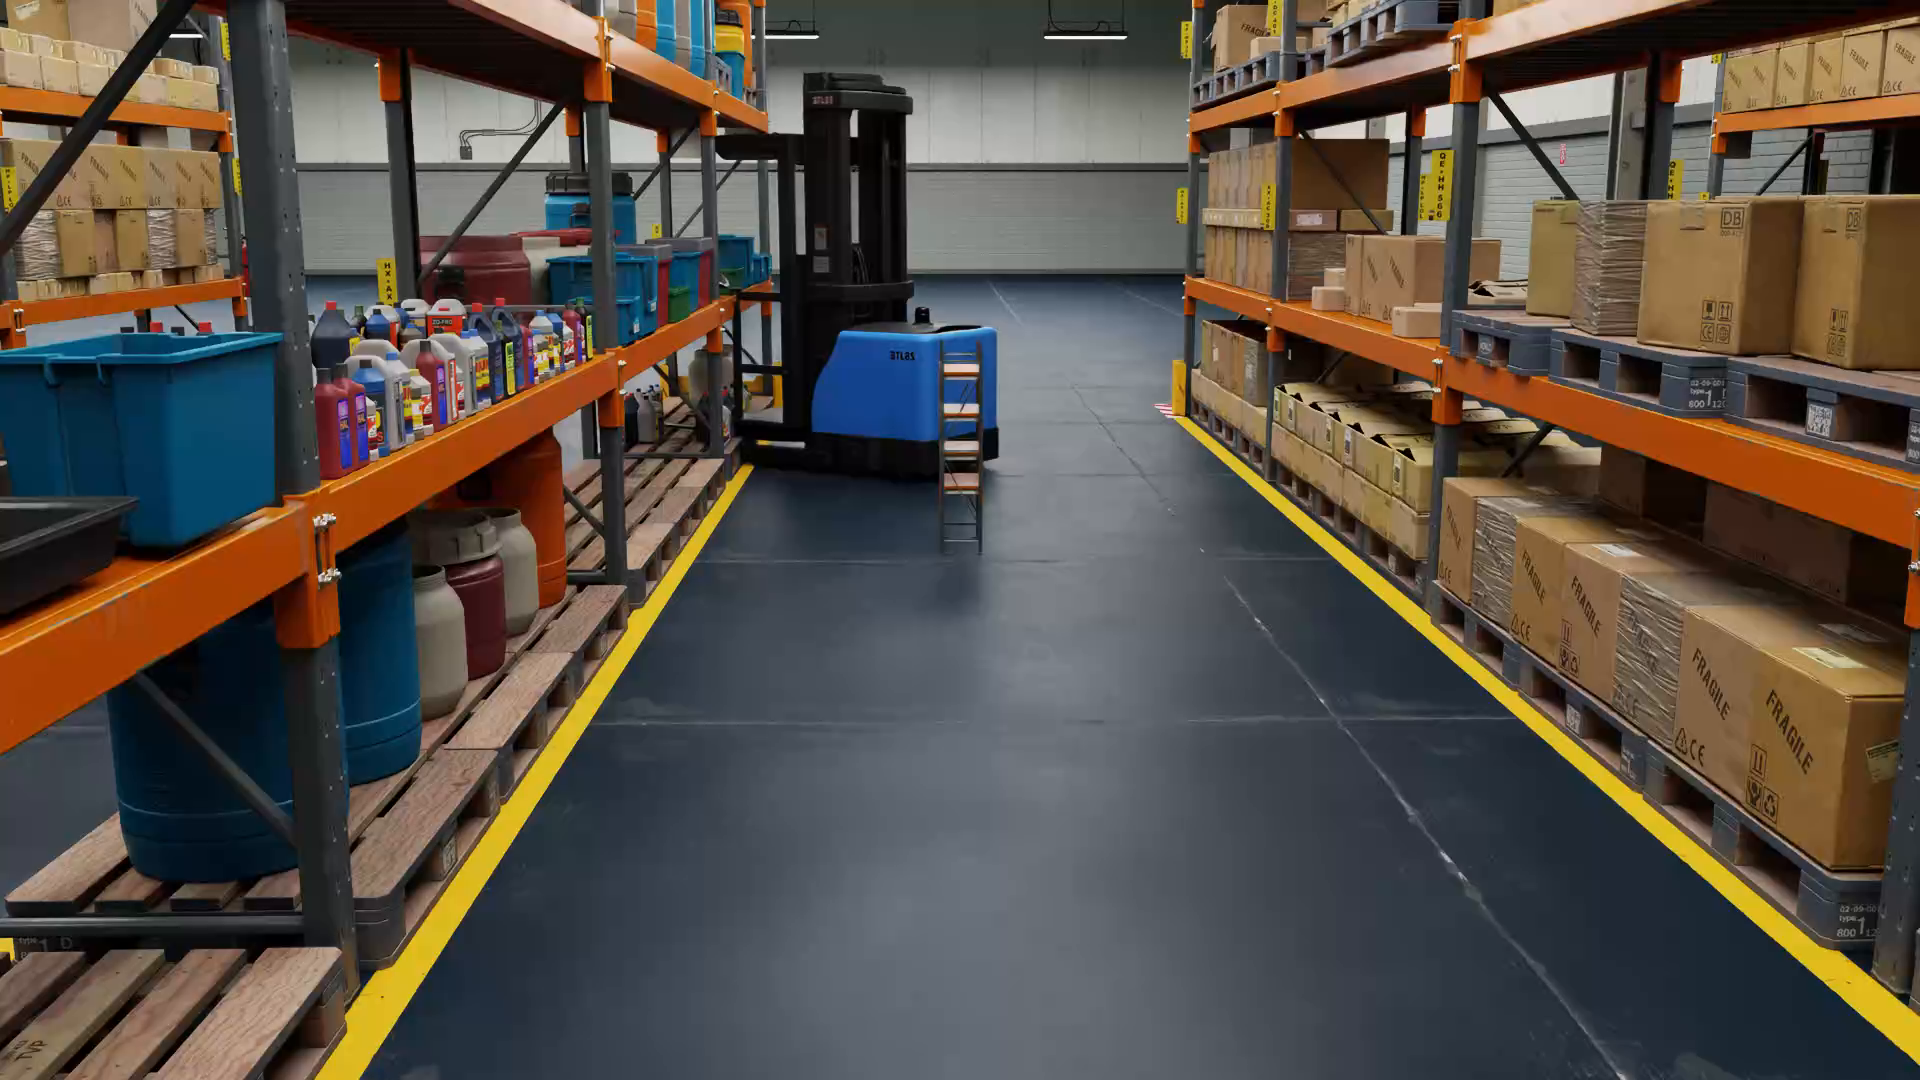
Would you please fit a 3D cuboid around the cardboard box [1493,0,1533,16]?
[{"bbox_3d":[2.862,-2.537,7.222,0.910,0.500,0.500,0,11,-1],"label":"cardboard box"}]

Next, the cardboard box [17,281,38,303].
[{"bbox_3d":[-6.872,-1.780,11.921,0.380,0.149,0.250,0,11,-1],"label":"cardboard box"}]

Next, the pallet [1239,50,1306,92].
[{"bbox_3d":[2.693,-3.495,12.422,1.003,0.211,1.213,0,11,-1],"label":"pallet"}]

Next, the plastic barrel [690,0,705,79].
[{"bbox_3d":[-1.989,-3.495,10.938,0.600,0.901,0.708,0,11,-1],"label":"plastic barrel"}]

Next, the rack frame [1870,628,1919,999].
[{"bbox_3d":[2.902,-0.309,4.038,1.000,3.000,0.127,0,11,-1],"label":"rack frame"}]

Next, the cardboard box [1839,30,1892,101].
[{"bbox_3d":[7.384,-3.759,13.198,0.500,0.500,0.500,-1,11,-3],"label":"cardboard box"}]

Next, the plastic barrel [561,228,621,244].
[{"bbox_3d":[-2.416,-1.755,10.824,0.433,0.535,0.433,0,11,0],"label":"plastic barrel"}]

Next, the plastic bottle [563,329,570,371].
[{"bbox_3d":[-1.708,-0.820,7.057,0.097,0.201,0.097,0,11,0],"label":"plastic bottle"}]

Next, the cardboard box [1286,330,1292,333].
[{"bbox_3d":[3.007,-1.517,13.964,0.500,0.500,0.500,0,11,-1],"label":"cardboard box"}]

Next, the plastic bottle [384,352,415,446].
[{"bbox_3d":[-1.662,-0.416,4.888,0.097,0.271,0.097,0,11,0],"label":"plastic bottle"}]

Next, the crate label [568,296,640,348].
[{"bbox_3d":[-1.767,-1.088,8.297,0.303,0.233,0.416,0,11,-1],"label":"crate label"}]

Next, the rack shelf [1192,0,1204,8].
[{"bbox_3d":[2.695,-4.688,13.351,1.077,0.370,4.000,0,11,-1],"label":"rack shelf"}]

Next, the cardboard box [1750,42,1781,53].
[{"bbox_3d":[7.331,-4.557,14.615,0.500,0.500,0.500,0,11,-2],"label":"cardboard box"}]

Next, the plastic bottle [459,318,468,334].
[{"bbox_3d":[-1.815,-0.684,6.180,0.061,0.283,0.133,0,11,-1],"label":"plastic bottle"}]

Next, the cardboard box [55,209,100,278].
[{"bbox_3d":[-7.091,-2.243,12.573,0.875,0.500,0.500,0,11,-1],"label":"cardboard box"}]

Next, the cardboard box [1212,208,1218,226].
[{"bbox_3d":[2.458,-2.880,14.829,0.380,0.149,0.250,0,11,-1],"label":"cardboard box"}]

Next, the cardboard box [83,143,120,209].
[{"bbox_3d":[-6.945,-2.833,12.966,0.500,0.500,0.500,0,11,-1],"label":"cardboard box"}]

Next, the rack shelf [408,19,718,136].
[{"bbox_3d":[-2.175,-2.600,9.593,1.077,0.370,4.000,0,11,-1],"label":"rack shelf"}]

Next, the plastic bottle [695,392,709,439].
[{"bbox_3d":[-1.962,-0.959,12.796,0.144,0.351,0.185,0,11,-1],"label":"plastic bottle"}]

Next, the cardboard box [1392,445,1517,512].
[{"bbox_3d":[2.562,-0.340,8.641,0.500,0.311,0.500,0,11,0],"label":"cardboard box"}]

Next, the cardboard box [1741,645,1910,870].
[{"bbox_3d":[2.605,0.604,4.720,0.500,0.500,0.500,0,11,-1],"label":"cardboard box"}]

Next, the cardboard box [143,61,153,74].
[{"bbox_3d":[-6.913,-3.934,13.735,0.380,0.149,0.250,-1,11,-4],"label":"cardboard box"}]

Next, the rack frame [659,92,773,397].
[{"bbox_3d":[-2.299,-2.675,15.699,1.000,3.000,0.127,0,11,-1],"label":"rack frame"}]

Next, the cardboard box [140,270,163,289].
[{"bbox_3d":[-6.902,-2.178,13.881,0.380,0.149,0.250,0,11,-1],"label":"cardboard box"}]

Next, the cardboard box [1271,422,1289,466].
[{"bbox_3d":[2.497,-0.676,11.708,0.500,0.250,0.500,-1,11,-3],"label":"cardboard box"}]

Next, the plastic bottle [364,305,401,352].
[{"bbox_3d":[-2.438,-0.844,6.989,0.152,0.276,0.135,0,11,-1],"label":"plastic bottle"}]

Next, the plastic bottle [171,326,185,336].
[{"bbox_3d":[-2.253,-0.447,4.843,0.144,0.351,0.185,0,11,-1],"label":"plastic bottle"}]

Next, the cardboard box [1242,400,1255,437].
[{"bbox_3d":[2.508,-0.948,13.048,0.500,0.250,0.500,0,11,-1],"label":"cardboard box"}]

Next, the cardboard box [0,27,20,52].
[{"bbox_3d":[-6.867,-3.517,11.681,0.380,0.149,0.250,-1,11,-3],"label":"cardboard box"}]

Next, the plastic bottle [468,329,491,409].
[{"bbox_3d":[-1.680,-0.593,5.759,0.097,0.271,0.097,0,11,0],"label":"plastic bottle"}]

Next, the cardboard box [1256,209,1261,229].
[{"bbox_3d":[2.499,-2.473,12.820,0.380,0.149,0.250,0,11,-1],"label":"cardboard box"}]

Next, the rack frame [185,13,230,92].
[{"bbox_3d":[-7.251,-5.594,15.002,1.000,3.000,0.127,0,11,-1],"label":"rack frame"}]

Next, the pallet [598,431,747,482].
[{"bbox_3d":[-2.188,-0.647,12.716,1.003,0.211,1.213,0,11,-1],"label":"pallet"}]

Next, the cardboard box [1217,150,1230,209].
[{"bbox_3d":[2.668,-3.171,14.632,0.700,0.500,0.500,-1,11,-3],"label":"cardboard box"}]

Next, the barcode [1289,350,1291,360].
[{"bbox_3d":[2.325,-1.308,11.727,0.001,0.075,0.075,0,11,-1],"label":"barcode"}]

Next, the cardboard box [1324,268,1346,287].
[{"bbox_3d":[2.790,-1.728,11.410,0.500,0.250,0.500,0,11,2],"label":"cardboard box"}]

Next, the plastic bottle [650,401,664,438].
[{"bbox_3d":[-2.374,-0.931,12.847,0.152,0.276,0.135,0,11,-1],"label":"plastic bottle"}]

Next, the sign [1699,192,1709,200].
[{"bbox_3d":[7.064,-3.137,15.802,0.100,0.325,0.005,0,11,-1],"label":"sign"}]

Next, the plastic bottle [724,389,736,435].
[{"bbox_3d":[-1.822,-0.997,12.983,0.144,0.351,0.185,-1,11,-4],"label":"plastic bottle"}]

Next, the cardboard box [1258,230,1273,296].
[{"bbox_3d":[2.703,-2.141,12.818,0.700,0.500,0.500,0,11,-2],"label":"cardboard box"}]

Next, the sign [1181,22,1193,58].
[{"bbox_3d":[2.099,-4.630,15.397,0.100,0.325,0.005,0,11,-1],"label":"sign"}]

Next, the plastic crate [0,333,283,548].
[{"bbox_3d":[-1.700,-0.220,3.486,0.392,0.384,0.575,0,11,-1],"label":"plastic crate"}]

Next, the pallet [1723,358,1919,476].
[{"bbox_3d":[2.994,-0.374,4.842,1.003,0.211,1.213,0,11,-1],"label":"pallet"}]

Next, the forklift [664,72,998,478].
[{"bbox_3d":[-1.227,-2.083,12.957,3.031,2.935,1.130,7,13,31],"label":"forklift"}]

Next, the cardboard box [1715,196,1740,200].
[{"bbox_3d":[7.316,-2.923,15.364,0.500,0.500,0.500,0,11,-1],"label":"cardboard box"}]

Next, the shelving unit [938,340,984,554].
[{"bbox_3d":[0.003,-0.555,9.778,0.258,1.200,0.503,0,11,-1],"label":"shelving unit"}]

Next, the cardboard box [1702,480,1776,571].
[{"bbox_3d":[3.104,-0.063,6.118,0.500,0.250,0.500,0,11,-2],"label":"cardboard box"}]

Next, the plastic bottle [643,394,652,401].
[{"bbox_3d":[-2.528,-1.022,13.296,0.152,0.276,0.135,0,11,0],"label":"plastic bottle"}]

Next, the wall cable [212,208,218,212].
[{"bbox_3d":[-22.366,-10.423,46.614,3.097,2.526,0.112,0,11,-1],"label":"wall cable"}]

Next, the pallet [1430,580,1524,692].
[{"bbox_3d":[2.797,0.411,7.502,1.003,0.211,1.213,0,11,-1],"label":"pallet"}]

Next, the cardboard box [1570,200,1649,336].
[{"bbox_3d":[2.773,-1.052,6.390,0.700,0.500,0.500,2,12,10],"label":"cardboard box"}]

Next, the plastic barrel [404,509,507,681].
[{"bbox_3d":[-2.083,0.213,6.473,0.600,0.588,0.708,0,11,-1],"label":"plastic barrel"}]

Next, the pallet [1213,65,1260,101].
[{"bbox_3d":[2.671,-3.737,13.614,1.003,0.211,1.213,0,11,-1],"label":"pallet"}]
